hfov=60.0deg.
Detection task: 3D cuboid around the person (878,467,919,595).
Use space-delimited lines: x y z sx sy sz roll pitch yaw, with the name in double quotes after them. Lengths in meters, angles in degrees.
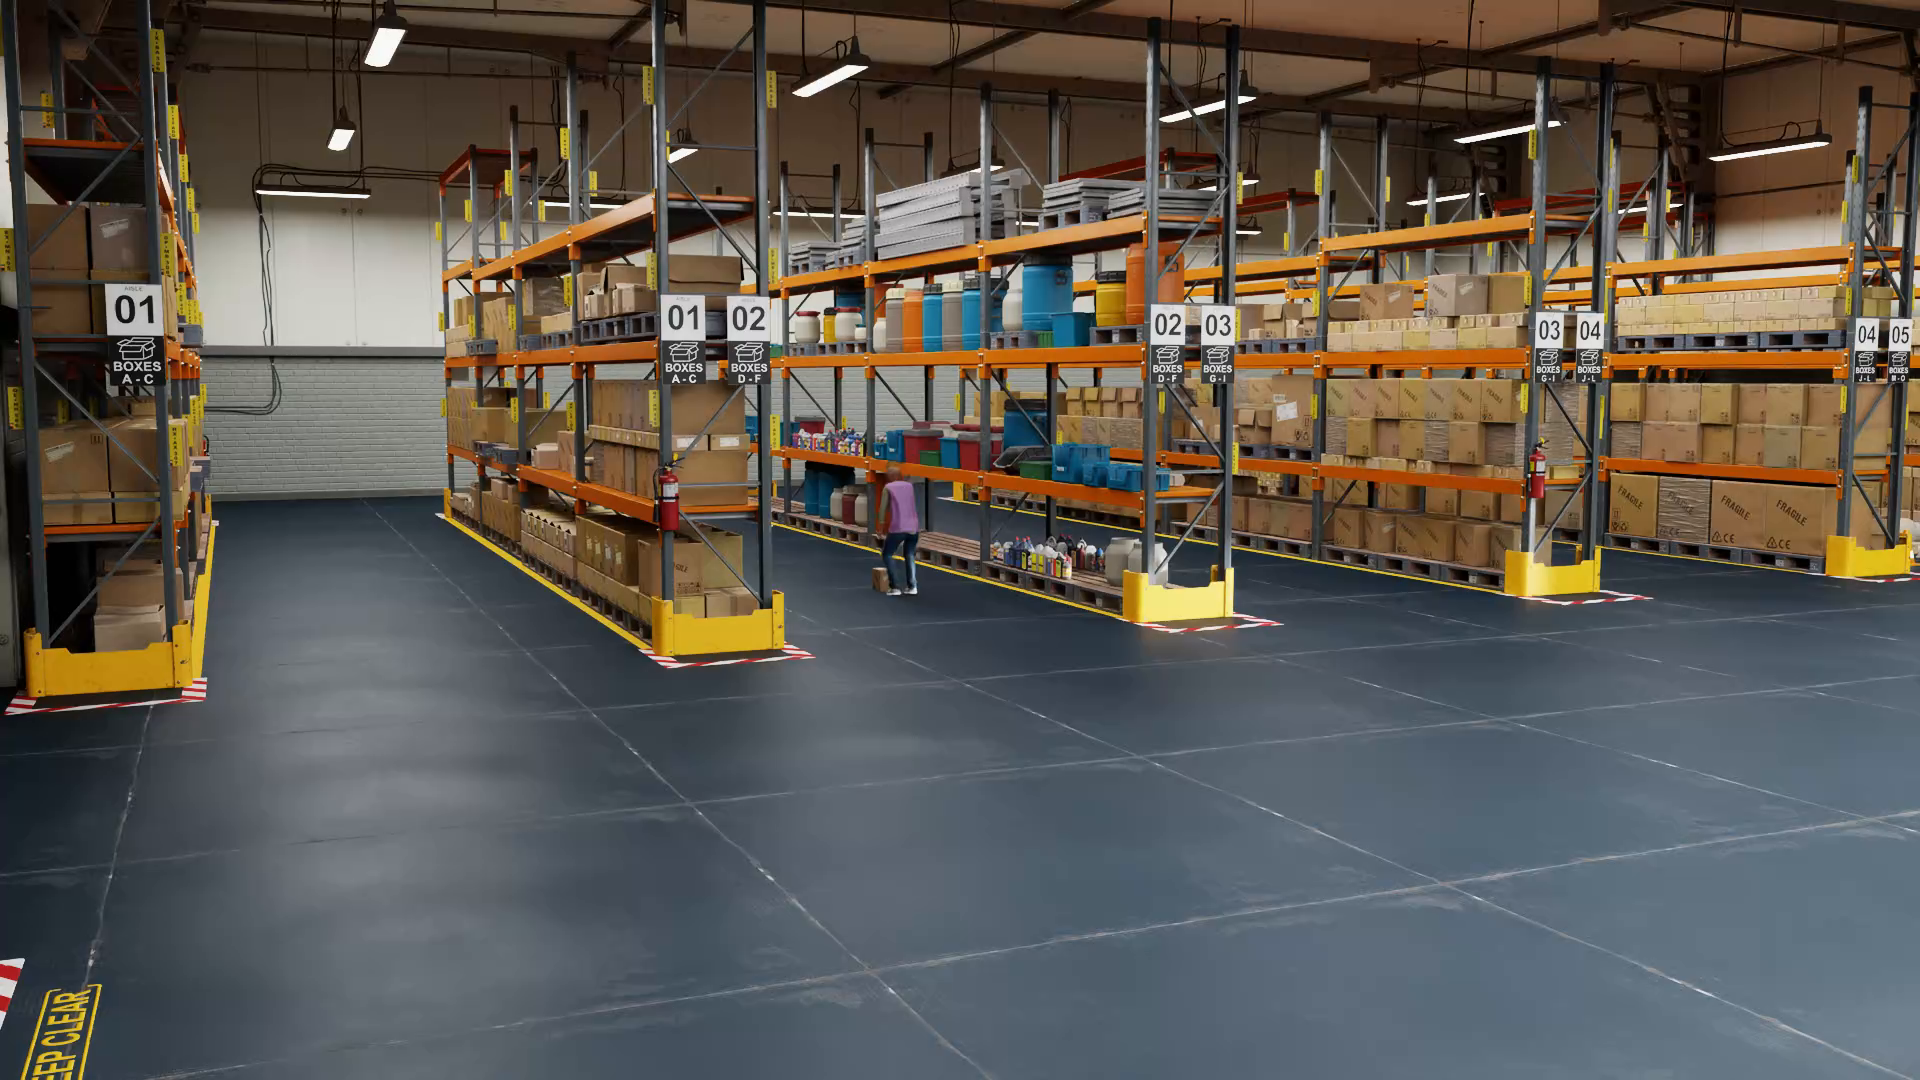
-0.702 -0.097 18.933 0.451 1.464 0.518 -2 6 -23 "person"
